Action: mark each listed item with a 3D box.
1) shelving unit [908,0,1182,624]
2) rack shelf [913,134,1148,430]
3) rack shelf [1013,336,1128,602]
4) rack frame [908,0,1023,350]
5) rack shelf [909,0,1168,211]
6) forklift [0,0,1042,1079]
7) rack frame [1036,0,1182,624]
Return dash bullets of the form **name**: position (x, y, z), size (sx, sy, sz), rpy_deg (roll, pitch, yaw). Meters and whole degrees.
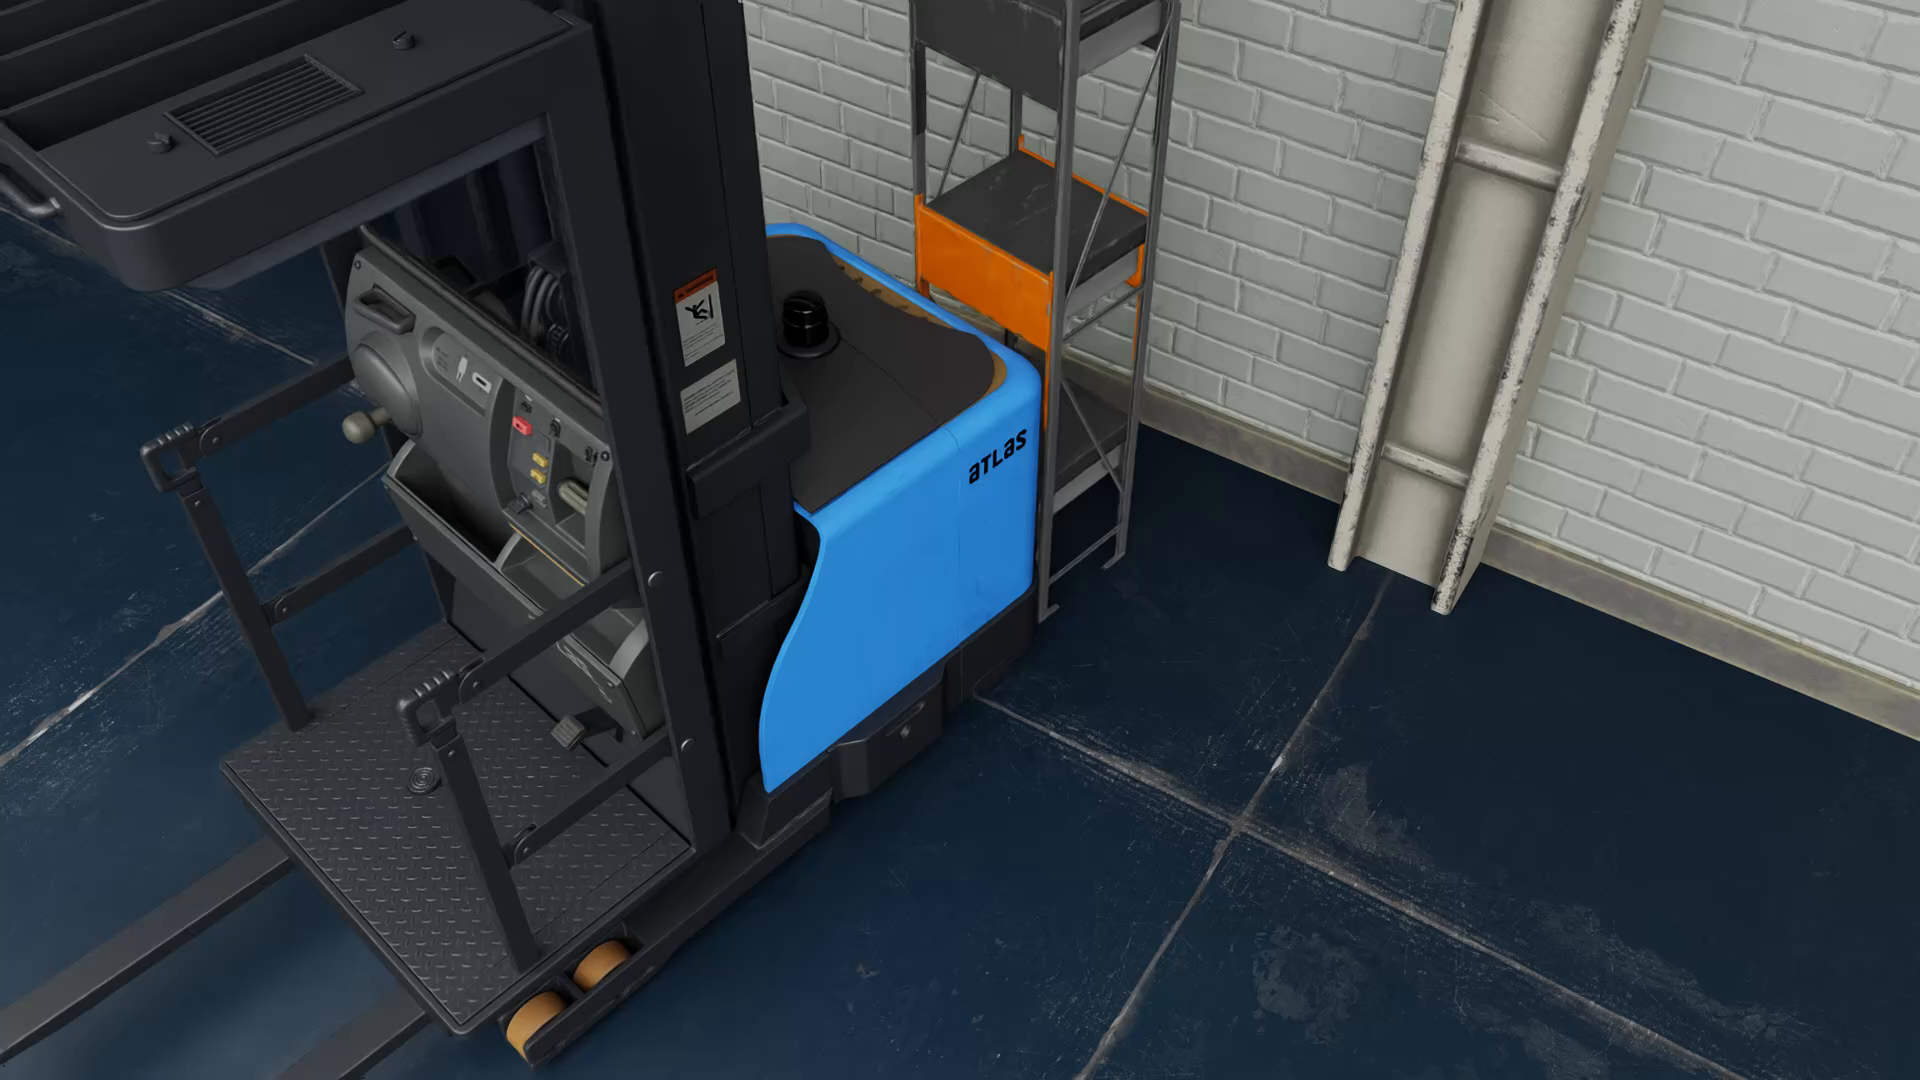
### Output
- **shelving unit**: position (0.198, -0.708, 4.474), size (0.503, 2.100, 0.431), rpy_deg (35, 55, 29)
- **rack shelf**: position (0.198, -0.699, 4.484), size (0.480, 0.518, 0.431), rpy_deg (35, 55, 29)
- **rack shelf**: position (0.198, -0.211, 4.985), size (0.480, 0.518, 0.431), rpy_deg (35, 55, 29)
- **rack frame**: position (0.022, -0.830, 4.592), size (0.015, 2.100, 0.400), rpy_deg (35, 55, 29)
- **rack shelf**: position (0.197, -1.187, 3.982), size (0.480, 0.518, 0.431), rpy_deg (35, 55, 29)
- **forklift**: position (-1.165, -0.186, 3.387), size (1.130, 2.935, 3.031), rpy_deg (35, 55, 29)
- **rack frame**: position (0.373, -0.586, 4.355), size (0.015, 2.100, 0.400), rpy_deg (35, 55, 29)
